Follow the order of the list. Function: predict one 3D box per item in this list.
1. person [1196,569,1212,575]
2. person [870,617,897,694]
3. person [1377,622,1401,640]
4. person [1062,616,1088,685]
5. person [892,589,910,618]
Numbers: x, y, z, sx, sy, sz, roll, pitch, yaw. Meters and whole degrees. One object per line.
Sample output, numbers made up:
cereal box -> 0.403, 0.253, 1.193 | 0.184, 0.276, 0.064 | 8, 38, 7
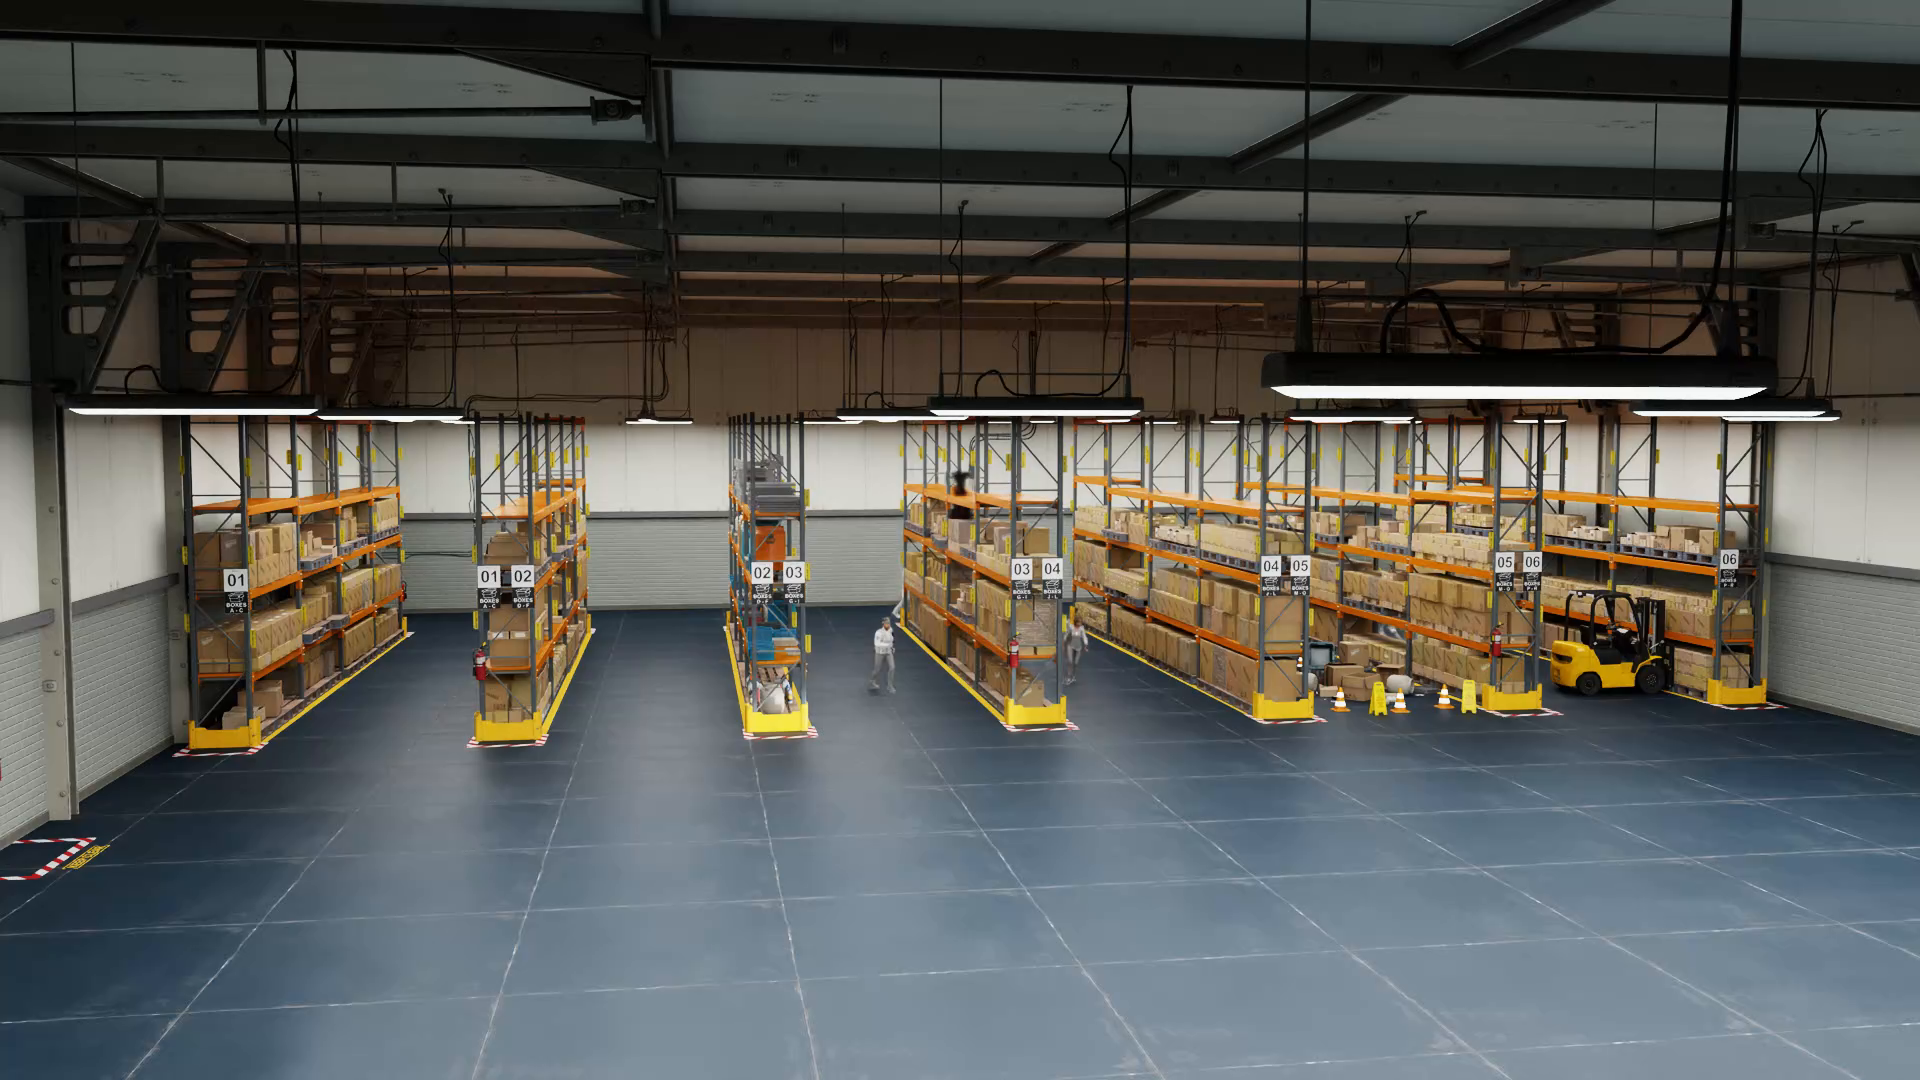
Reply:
person -> 7.702, 1.260, 52.074 | 1.067, 1.768, 0.700 | -2, 4, -28
person -> -1.653, 2.463, 35.887 | 0.599, 1.666, 0.941 | -2, 5, -31
person -> 11.156, 1.910, 43.320 | 0.662, 1.745, 0.888 | -2, 4, -21
person -> 2.562, 2.434, 37.136 | 0.521, 1.537, 0.742 | -1, 4, -12
person -> -1.507, 1.490, 49.296 | 0.987, 1.838, 0.736 | 2, 4, 28
